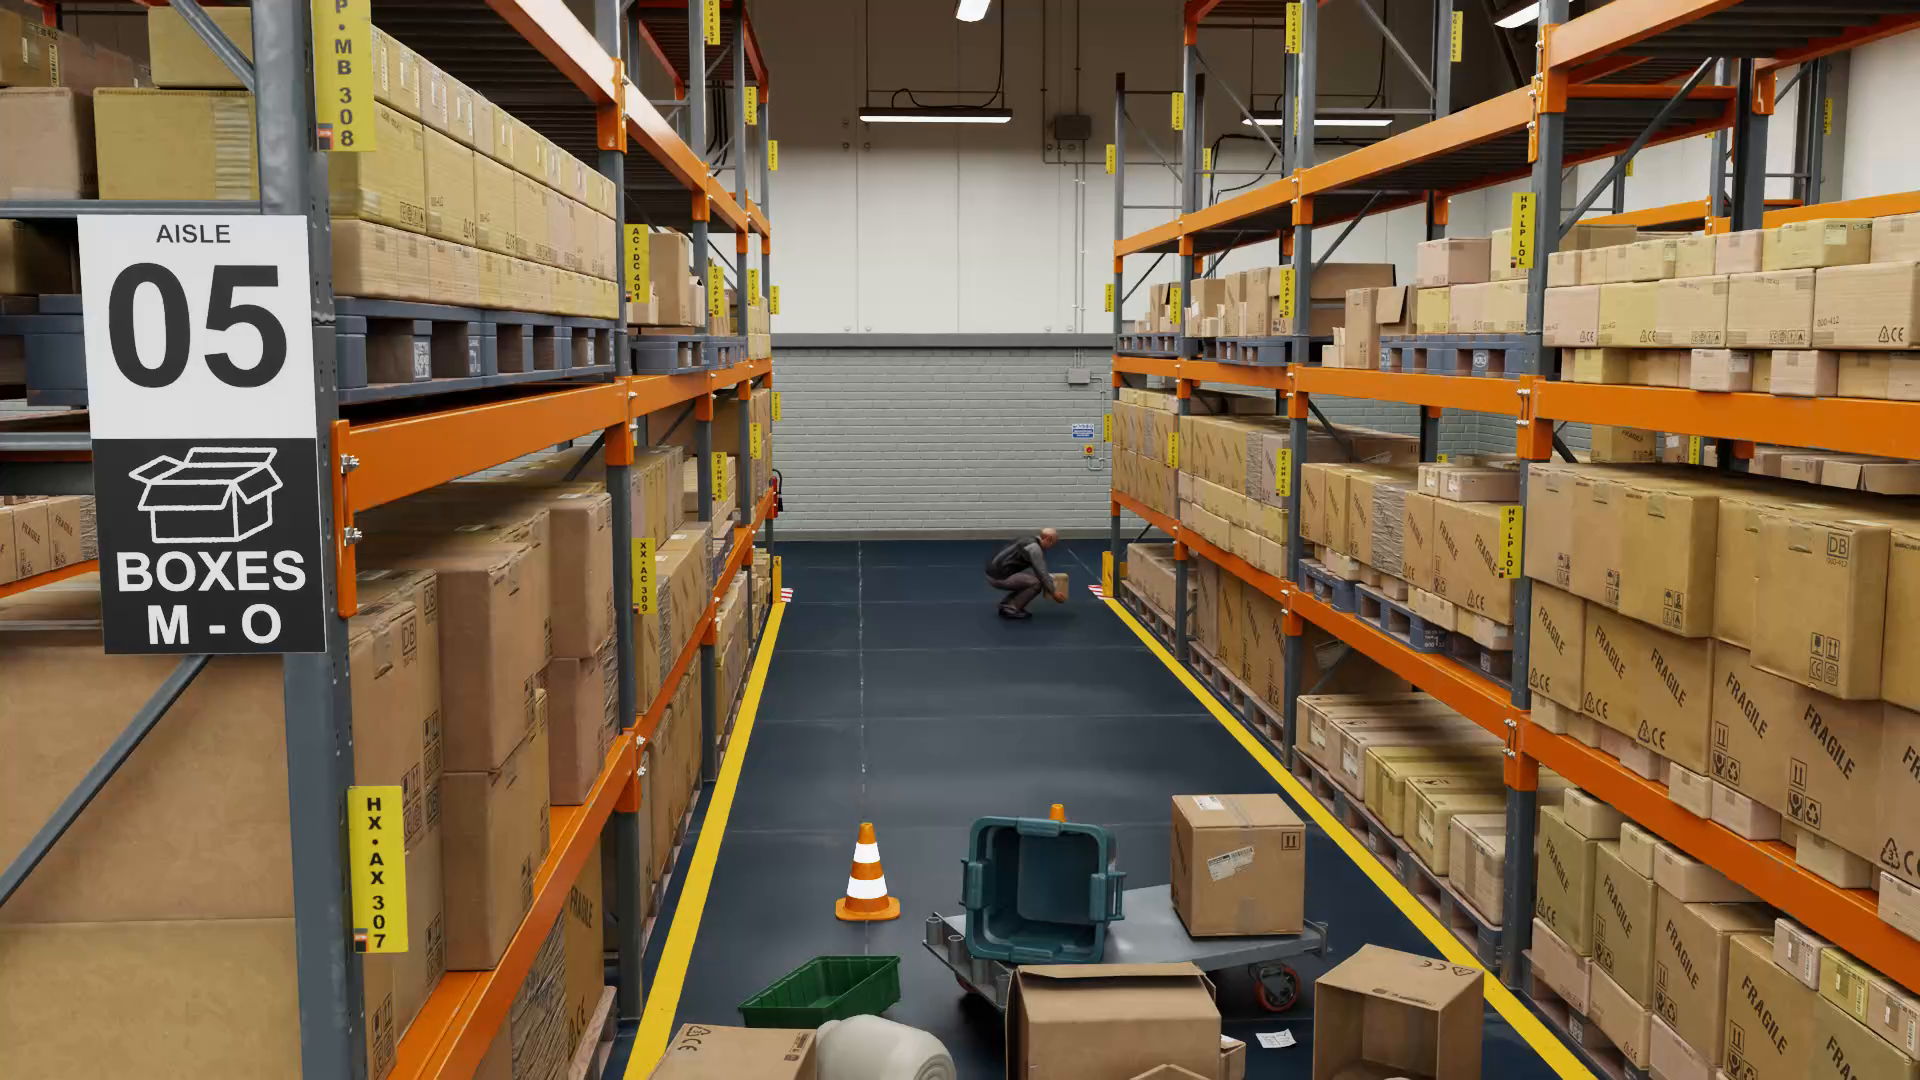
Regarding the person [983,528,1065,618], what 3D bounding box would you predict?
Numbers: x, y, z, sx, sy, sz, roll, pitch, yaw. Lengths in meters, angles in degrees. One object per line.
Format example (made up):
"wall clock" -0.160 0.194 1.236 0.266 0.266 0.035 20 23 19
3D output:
"person" 0.695 0.391 18.128 0.874 0.886 0.531 0 7 -4
